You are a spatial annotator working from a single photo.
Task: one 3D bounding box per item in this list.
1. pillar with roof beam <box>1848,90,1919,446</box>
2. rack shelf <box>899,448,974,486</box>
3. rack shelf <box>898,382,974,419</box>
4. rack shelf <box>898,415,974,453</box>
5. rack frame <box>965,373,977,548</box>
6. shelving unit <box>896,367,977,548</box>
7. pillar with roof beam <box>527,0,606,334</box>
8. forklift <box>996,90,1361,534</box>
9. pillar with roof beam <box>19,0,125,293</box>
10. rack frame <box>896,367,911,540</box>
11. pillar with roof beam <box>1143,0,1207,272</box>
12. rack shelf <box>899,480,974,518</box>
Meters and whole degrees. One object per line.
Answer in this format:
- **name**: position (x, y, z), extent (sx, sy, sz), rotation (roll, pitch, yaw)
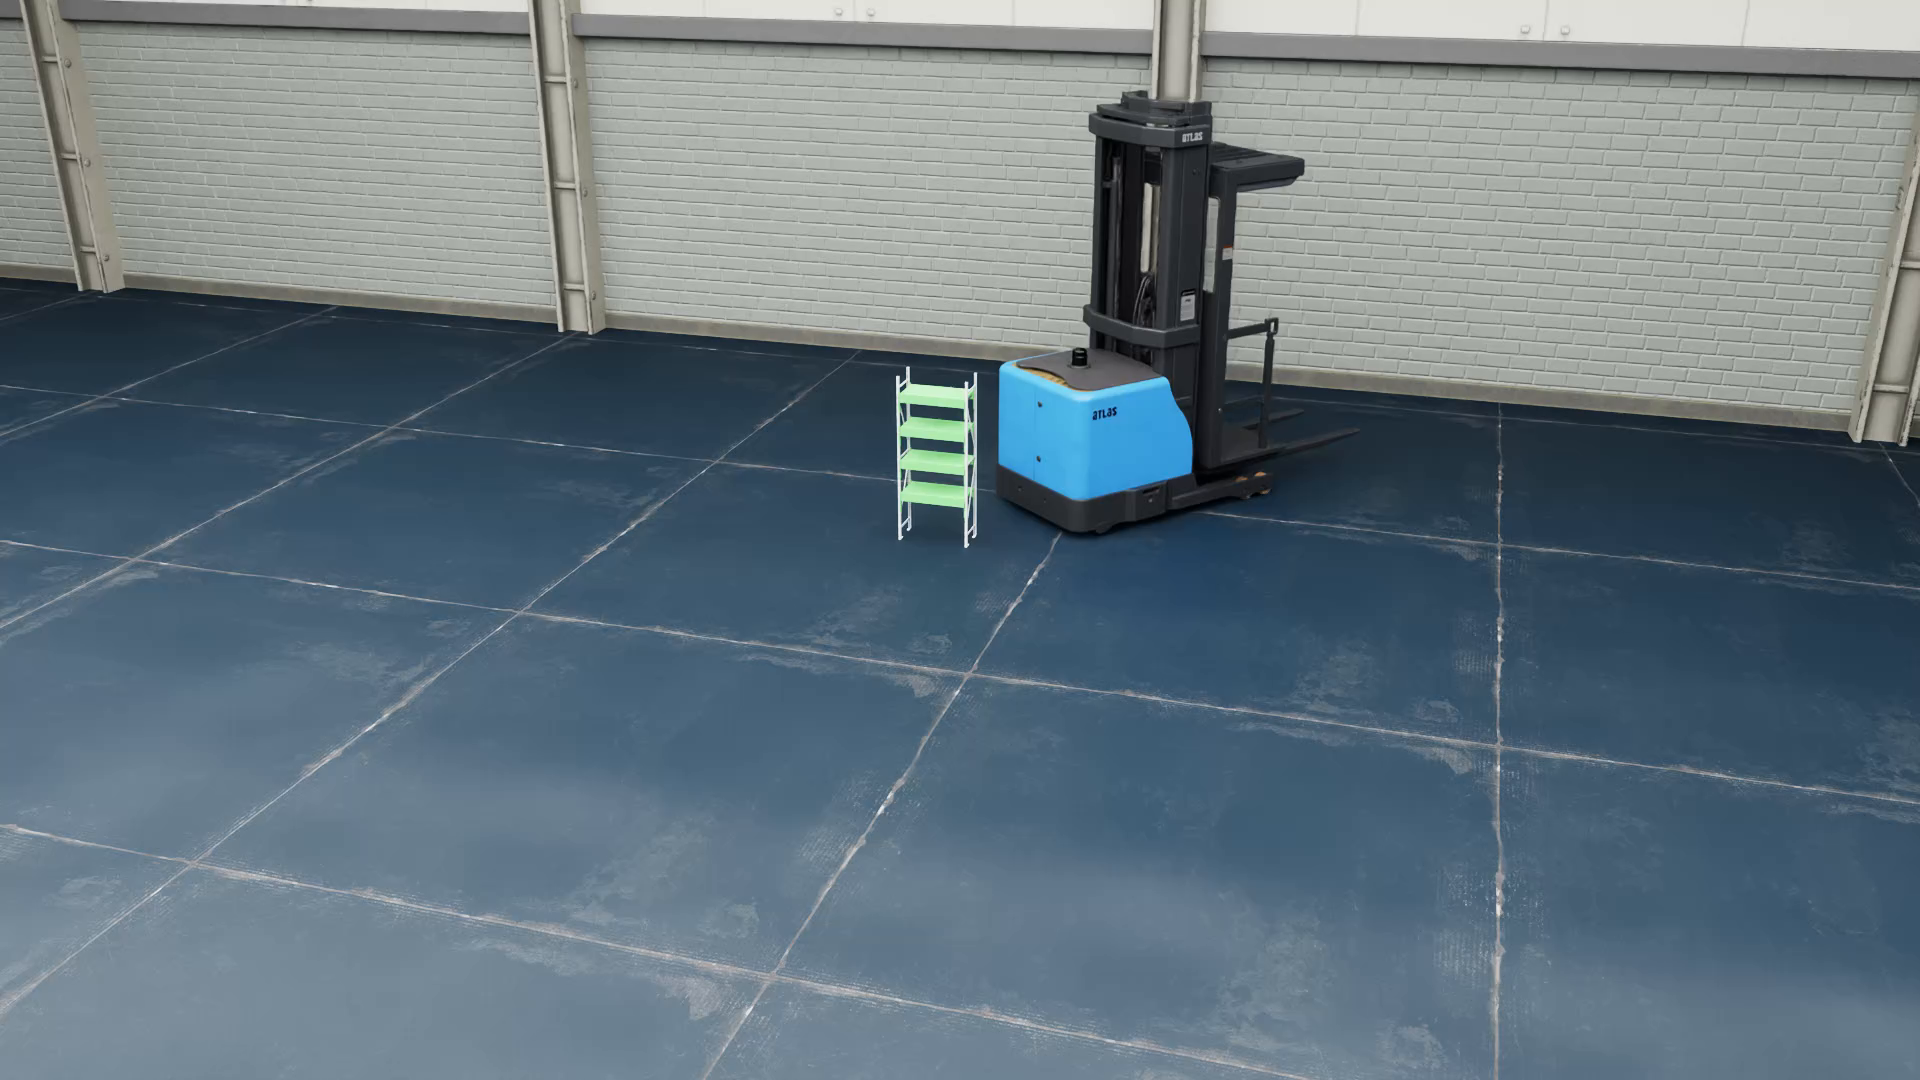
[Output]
- **pillar with roof beam**: position (6.380, -3.445, 8.310), extent (0.400, 9.000, 9.100), rotation (7, 23, 16)
- **rack shelf**: position (-0.158, -0.514, 11.611), extent (0.480, 0.148, 0.258), rotation (7, 23, 16)
- **rack shelf**: position (-0.158, -0.958, 11.429), extent (0.480, 0.148, 0.258), rotation (7, 23, 16)
- **rack shelf**: position (-0.158, -0.736, 11.520), extent (0.480, 0.148, 0.258), rotation (7, 23, 16)
- **rack frame**: position (0.075, -0.547, 11.521), extent (0.015, 1.200, 0.240), rotation (7, 23, 16)
- **shelving unit**: position (-0.158, -0.573, 11.587), extent (0.503, 1.200, 0.258), rotation (7, 23, 16)
- **pillar with roof beam**: position (-5.108, -4.760, 11.517), extent (0.400, 9.000, 9.100), rotation (7, 23, 16)
- **forklift**: position (1.778, -1.813, 12.328), extent (3.031, 2.935, 1.130), rotation (-14, 26, -31)
- **pillar with roof beam**: position (-10.852, -5.418, 13.121), extent (0.400, 9.000, 9.100), rotation (7, 23, 16)
- **rack frame**: position (-0.392, -0.600, 11.652), extent (0.015, 1.200, 0.240), rotation (7, 23, 16)
- **pillar with roof beam**: position (0.636, -4.102, 9.914), extent (0.400, 9.000, 9.100), rotation (7, 23, 16)
- **rack shelf**: position (-0.158, -0.292, 11.702), extent (0.480, 0.148, 0.258), rotation (7, 23, 16)
